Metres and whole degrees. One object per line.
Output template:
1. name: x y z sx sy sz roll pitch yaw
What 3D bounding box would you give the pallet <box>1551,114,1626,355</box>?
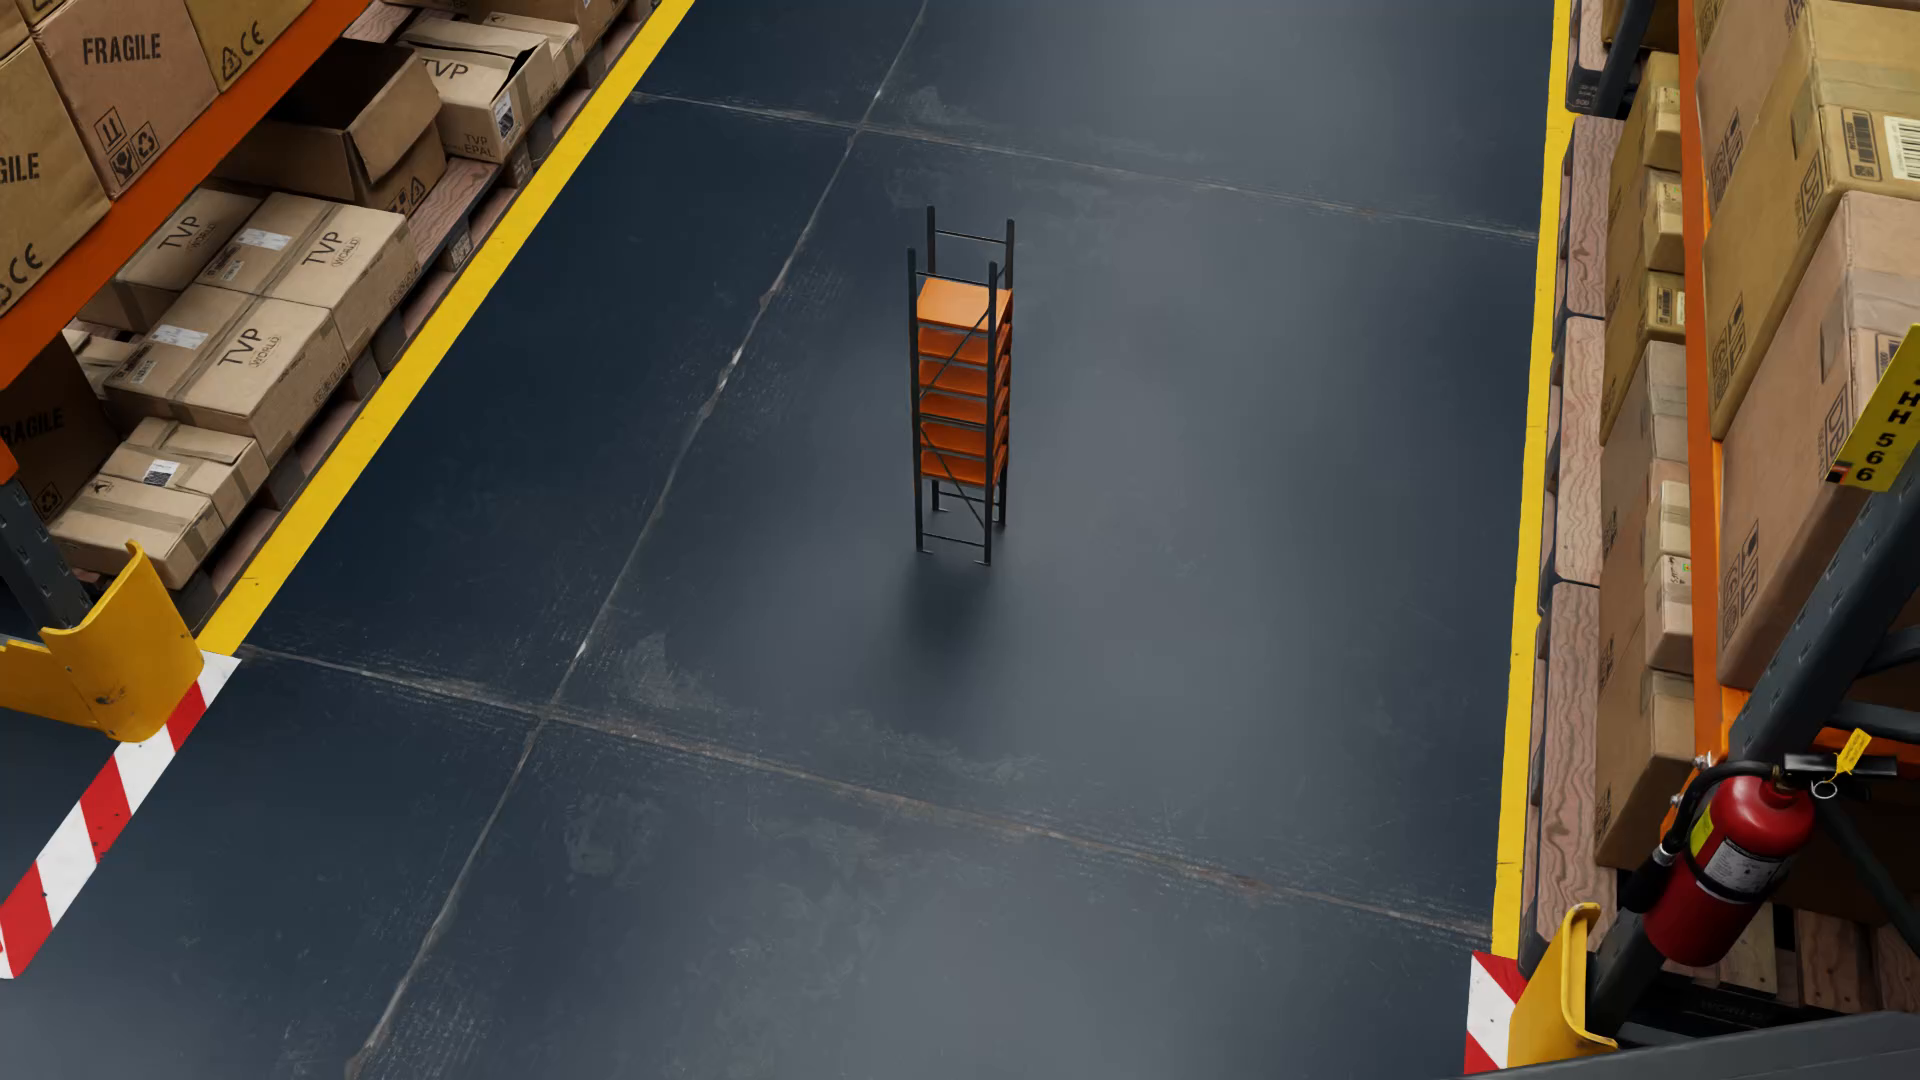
1. pallet: 2.706 -1.049 6.035 1.003 0.211 1.213 12 50 10

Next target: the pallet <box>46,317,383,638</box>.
1. pallet: -2.622 -0.297 5.371 1.003 0.211 1.213 12 50 10

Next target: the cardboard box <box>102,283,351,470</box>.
1. cardboard box: -2.303 -0.522 5.251 0.500 0.250 0.500 12 50 10

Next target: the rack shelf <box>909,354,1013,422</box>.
1. rack shelf: 0.004 -0.458 4.753 0.258 0.103 0.180 12 50 10

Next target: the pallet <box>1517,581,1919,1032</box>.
1. pallet: 2.064 0.716 4.477 1.003 0.211 1.213 12 50 10

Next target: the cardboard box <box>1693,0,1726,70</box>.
1. cardboard box: 2.626 -1.689 4.540 0.980 0.700 0.700 10 49 9

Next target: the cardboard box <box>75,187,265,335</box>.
1. cardboard box: -2.667 -0.947 5.625 0.500 0.250 0.500 12 50 10

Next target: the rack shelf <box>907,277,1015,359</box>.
1. rack shelf: 0.004 -0.616 4.573 0.258 0.103 0.180 12 50 10

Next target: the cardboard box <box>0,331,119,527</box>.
1. cardboard box: -2.946 -0.348 4.930 0.500 0.500 0.500 12 50 10

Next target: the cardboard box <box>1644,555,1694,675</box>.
1. cardboard box: 1.875 0.206 4.022 0.380 0.149 0.250 11 49 10

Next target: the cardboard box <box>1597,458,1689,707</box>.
1. cardboard box: 2.148 0.187 4.471 0.700 0.500 0.500 11 50 10

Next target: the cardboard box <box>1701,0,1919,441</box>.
1. cardboard box: 2.234 -0.611 3.589 0.980 0.700 0.700 11 50 10

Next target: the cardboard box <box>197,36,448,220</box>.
1. cardboard box: -2.288 -1.441 5.892 0.797 0.503 0.637 12 50 10

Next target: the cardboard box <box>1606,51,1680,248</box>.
1. cardboard box: 2.686 -1.297 5.781 0.700 0.500 0.500 12 50 11

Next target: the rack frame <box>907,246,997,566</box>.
1. rack frame: -0.020 -0.341 4.751 0.240 1.200 0.006 12 50 10

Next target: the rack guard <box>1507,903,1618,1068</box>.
1. rack guard: 1.923 1.232 3.829 1.175 0.500 0.348 12 50 10

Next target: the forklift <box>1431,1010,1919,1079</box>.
1. forklift: 0.586 1.859 1.654 1.130 2.935 3.031 -7 49 -6

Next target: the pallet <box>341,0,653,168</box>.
1. pallet: -1.980 -2.062 6.929 1.003 0.211 1.213 12 50 10

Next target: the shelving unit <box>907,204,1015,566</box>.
1. shelving unit: 0.004 -0.408 4.809 0.258 1.200 0.189 12 50 10

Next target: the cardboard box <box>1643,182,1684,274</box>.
1. cardboard box: 2.283 -0.923 5.018 0.380 0.149 0.250 10 49 9

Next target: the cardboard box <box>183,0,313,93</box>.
1. cardboard box: -2.214 -1.626 4.618 0.500 0.500 0.500 11 50 10

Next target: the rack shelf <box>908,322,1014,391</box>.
1. rack shelf: 0.004 -0.537 4.663 0.258 0.103 0.180 12 50 10

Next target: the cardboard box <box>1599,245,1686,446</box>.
1. cardboard box: 2.413 -0.564 5.134 0.700 0.500 0.500 13 50 11

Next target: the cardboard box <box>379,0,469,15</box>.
1. cardboard box: -2.117 -2.476 6.934 0.500 0.311 0.500 12 50 10

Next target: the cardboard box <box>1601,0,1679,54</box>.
1. cardboard box: 3.027 -2.430 6.547 0.750 0.750 0.750 12 50 10

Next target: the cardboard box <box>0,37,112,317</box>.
1. cardboard box: -2.480 -0.890 3.968 0.500 0.500 0.500 13 50 11

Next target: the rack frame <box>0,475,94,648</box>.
1. rack frame: -2.851 -0.588 3.768 1.000 3.000 0.127 12 50 10

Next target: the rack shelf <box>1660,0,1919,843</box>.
1. rack shelf: 2.455 -0.821 4.454 1.077 0.370 4.000 12 50 10

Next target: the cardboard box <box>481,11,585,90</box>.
1. cardboard box: -1.715 -1.932 6.562 0.380 0.149 0.250 12 50 10

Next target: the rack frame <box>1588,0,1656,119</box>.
1. rack frame: 2.982 -2.506 5.461 1.000 3.000 0.127 12 50 10

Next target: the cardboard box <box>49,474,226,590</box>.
1. cardboard box: -2.409 -0.025 4.879 0.380 0.149 0.250 12 50 10

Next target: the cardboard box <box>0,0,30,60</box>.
1. cardboard box: -2.480 -1.221 3.593 0.500 0.500 0.500 13 50 11
